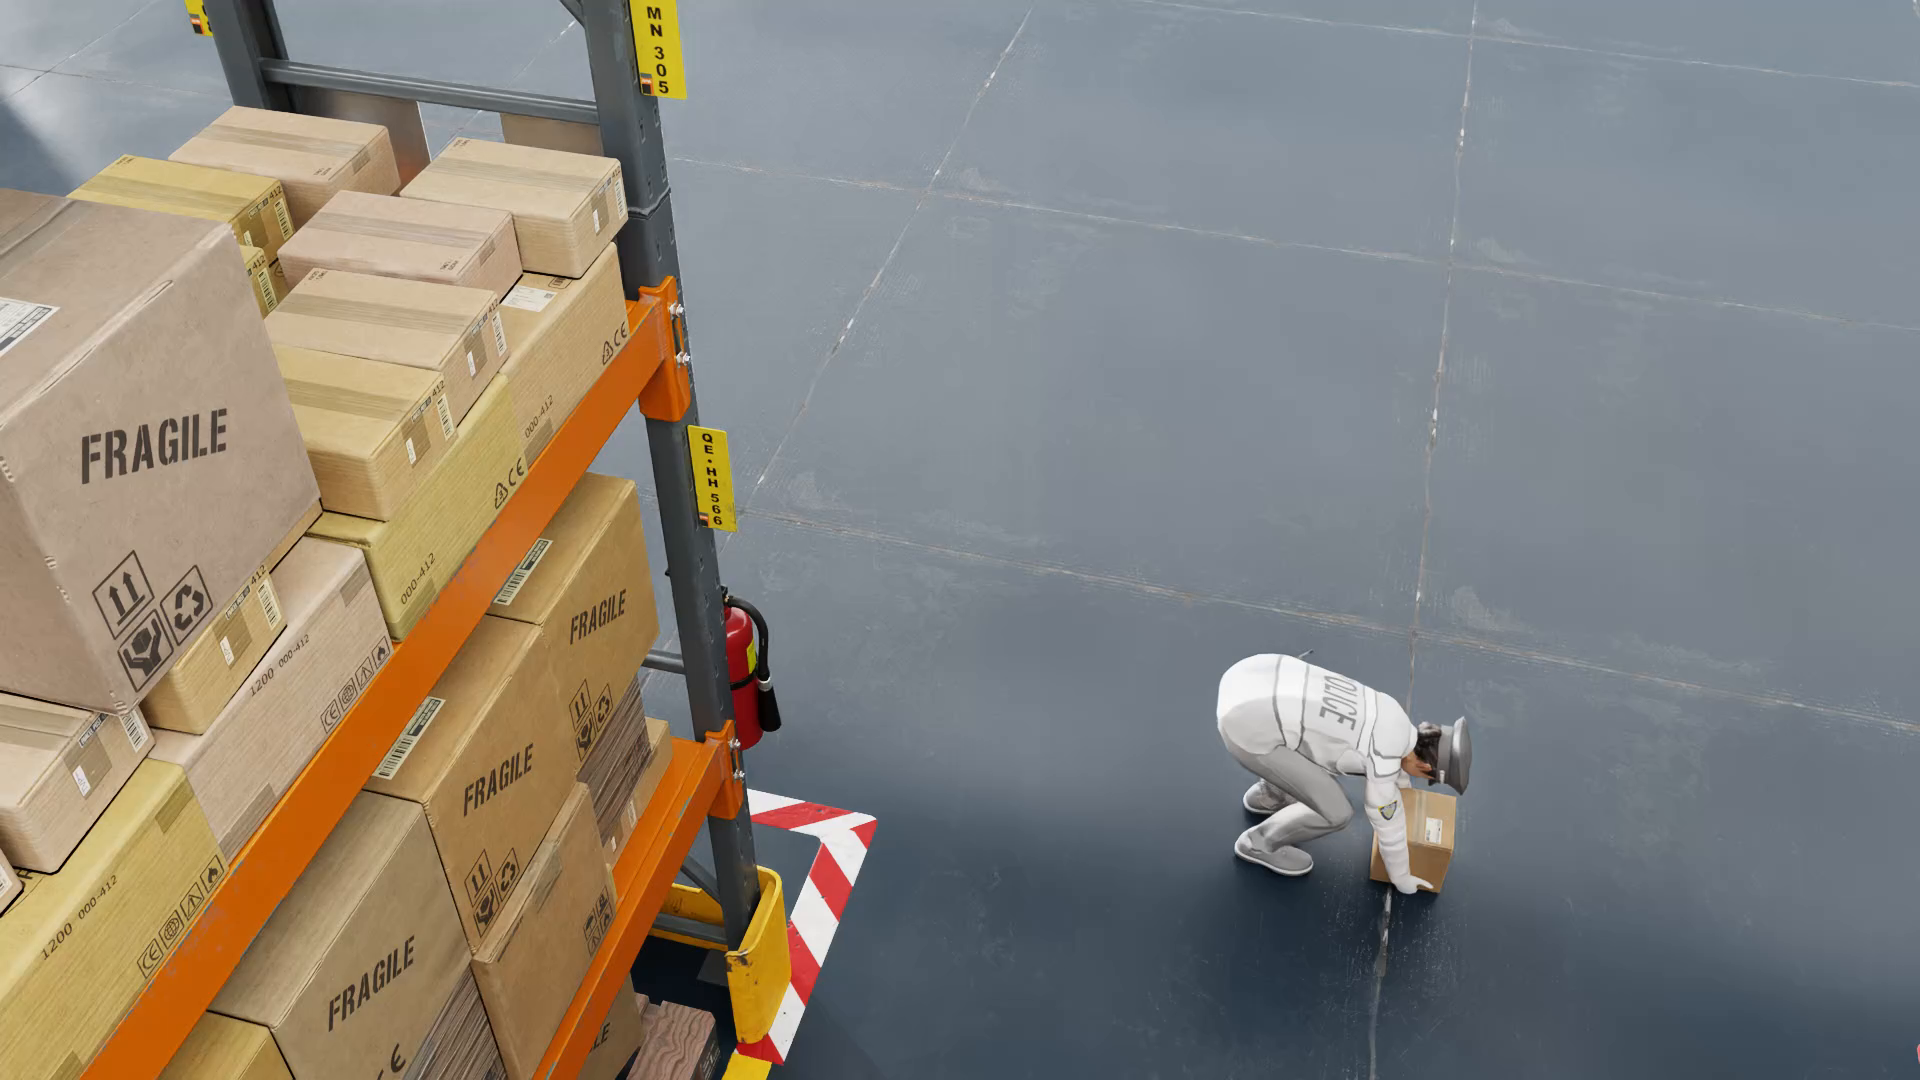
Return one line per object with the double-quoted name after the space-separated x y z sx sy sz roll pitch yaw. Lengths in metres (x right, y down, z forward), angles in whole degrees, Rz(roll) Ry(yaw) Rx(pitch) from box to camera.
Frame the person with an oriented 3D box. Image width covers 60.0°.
1.329 0.809 5.874 0.889 0.842 0.469 8 42 9 "person"
